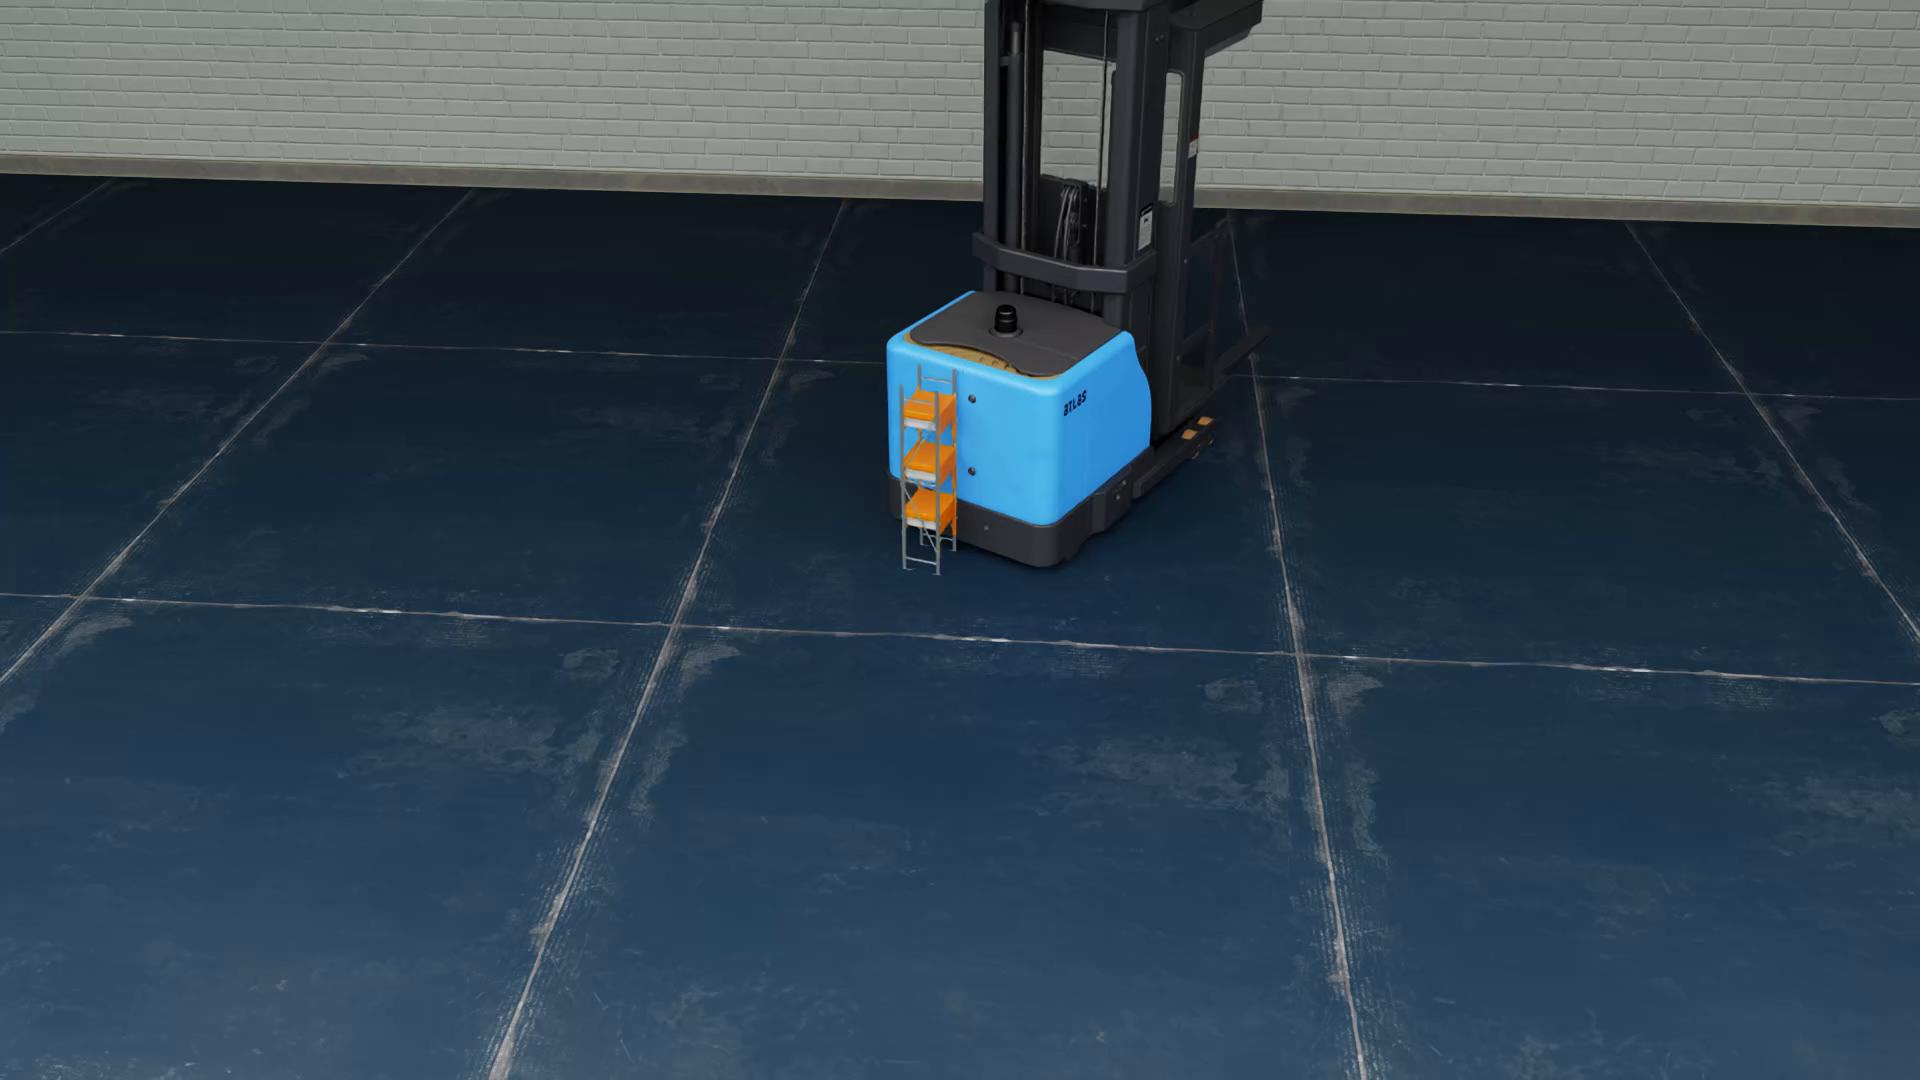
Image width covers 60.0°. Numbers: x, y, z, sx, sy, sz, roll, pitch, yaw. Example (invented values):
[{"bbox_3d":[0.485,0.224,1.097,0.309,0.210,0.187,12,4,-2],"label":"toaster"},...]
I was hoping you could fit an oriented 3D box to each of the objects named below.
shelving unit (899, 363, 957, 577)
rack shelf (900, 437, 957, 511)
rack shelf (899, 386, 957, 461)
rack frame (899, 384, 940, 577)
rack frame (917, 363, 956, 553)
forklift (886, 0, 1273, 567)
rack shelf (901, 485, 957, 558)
[{"bbox_3d":[-0.155,-0.341,8.302,0.215,1.050,0.252,11,33,17],"label":"shelving unit"},{"bbox_3d":[-0.155,-0.332,8.308,0.215,0.259,0.240,11,33,17],"label":"rack shelf"},{"bbox_3d":[-0.155,-0.573,8.159,0.215,0.259,0.240,11,33,17],"label":"rack shelf"},{"bbox_3d":[-0.197,-0.281,8.205,0.200,1.050,0.008,11,33,17],"label":"rack frame"},{"bbox_3d":[-0.114,-0.401,8.400,0.200,1.050,0.008,11,33,17],"label":"rack frame"},{"bbox_3d":[0.854,-1.840,8.942,1.130,2.935,3.031,19,37,28],"label":"forklift"},{"bbox_3d":[-0.155,-0.095,8.454,0.215,0.259,0.240,11,33,17],"label":"rack shelf"}]
